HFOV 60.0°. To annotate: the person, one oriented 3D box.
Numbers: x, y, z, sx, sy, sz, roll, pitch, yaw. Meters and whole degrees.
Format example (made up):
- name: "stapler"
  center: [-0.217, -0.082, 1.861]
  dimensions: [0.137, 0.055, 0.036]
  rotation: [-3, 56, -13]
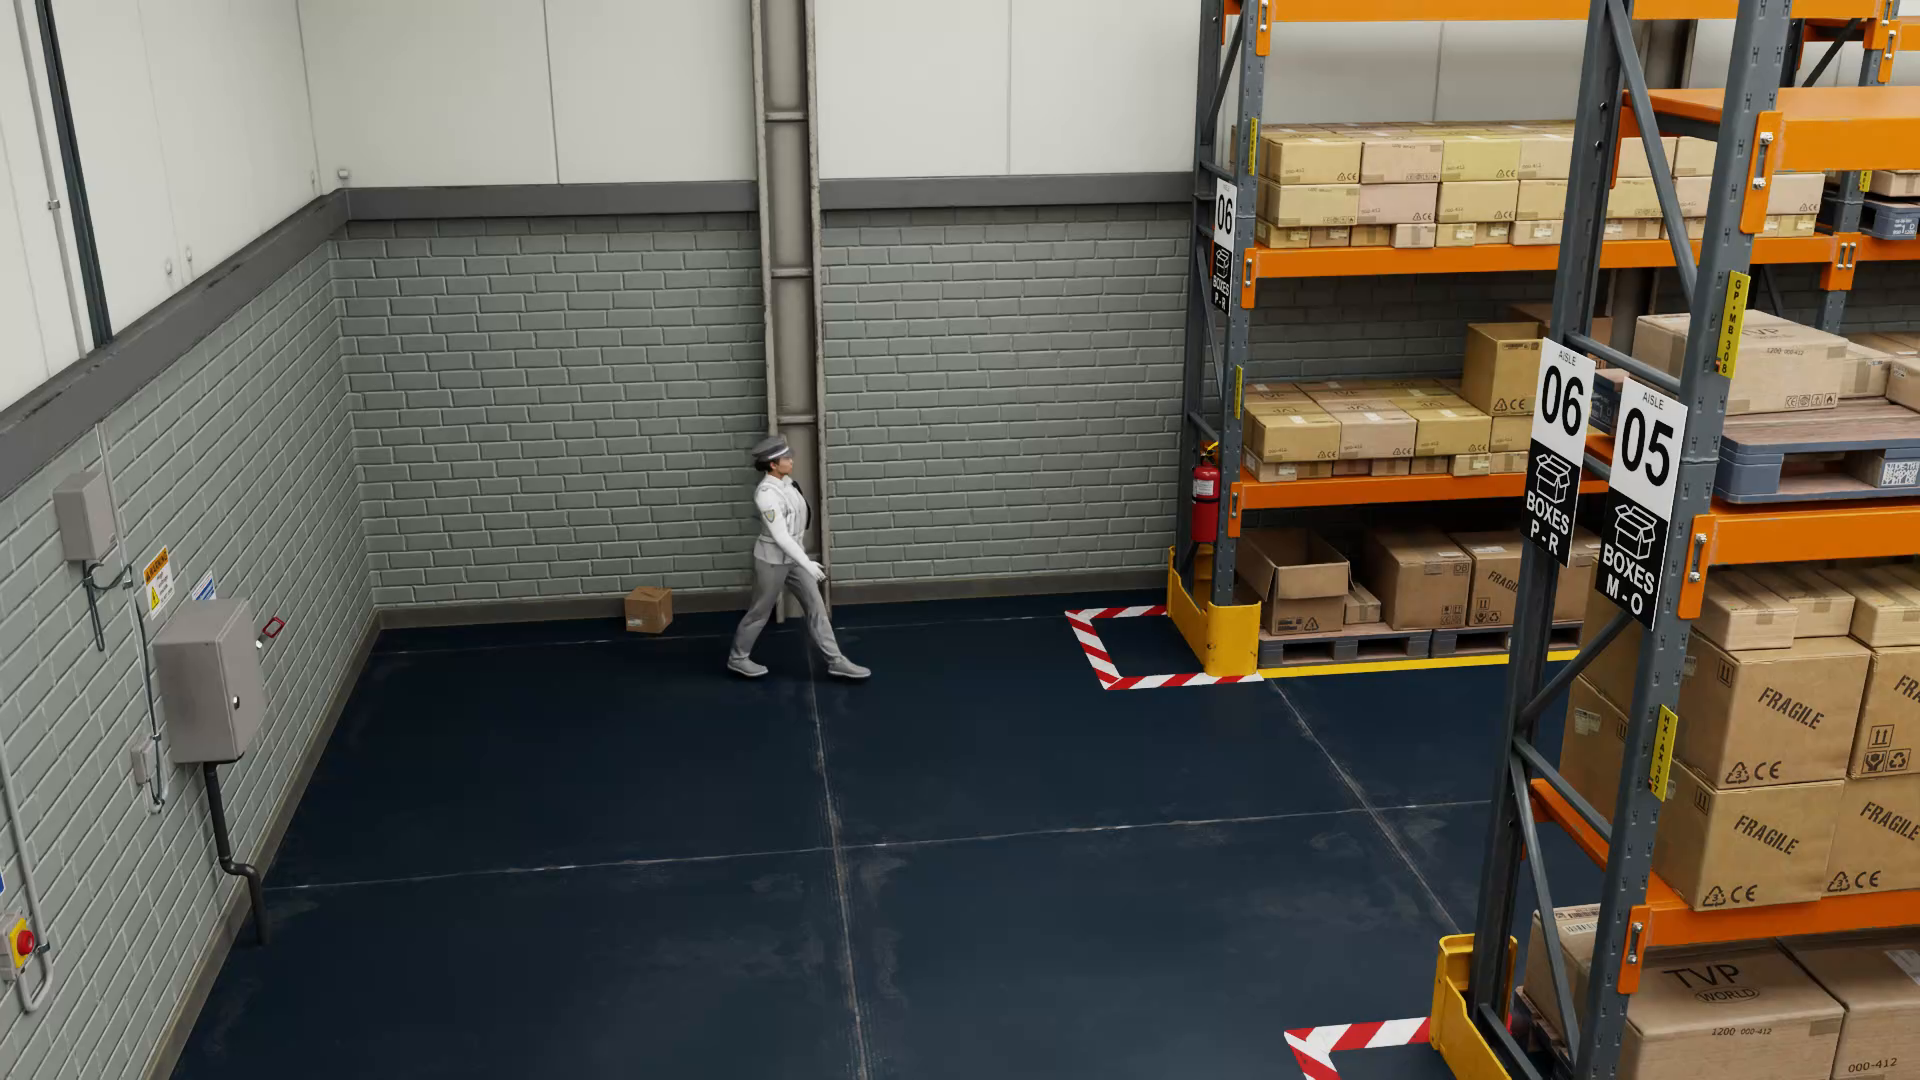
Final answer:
- name: "person"
  center: [-1.062, 0.118, 10.671]
  dimensions: [0.956, 1.635, 0.489]
  rotation: [6, 21, 15]
